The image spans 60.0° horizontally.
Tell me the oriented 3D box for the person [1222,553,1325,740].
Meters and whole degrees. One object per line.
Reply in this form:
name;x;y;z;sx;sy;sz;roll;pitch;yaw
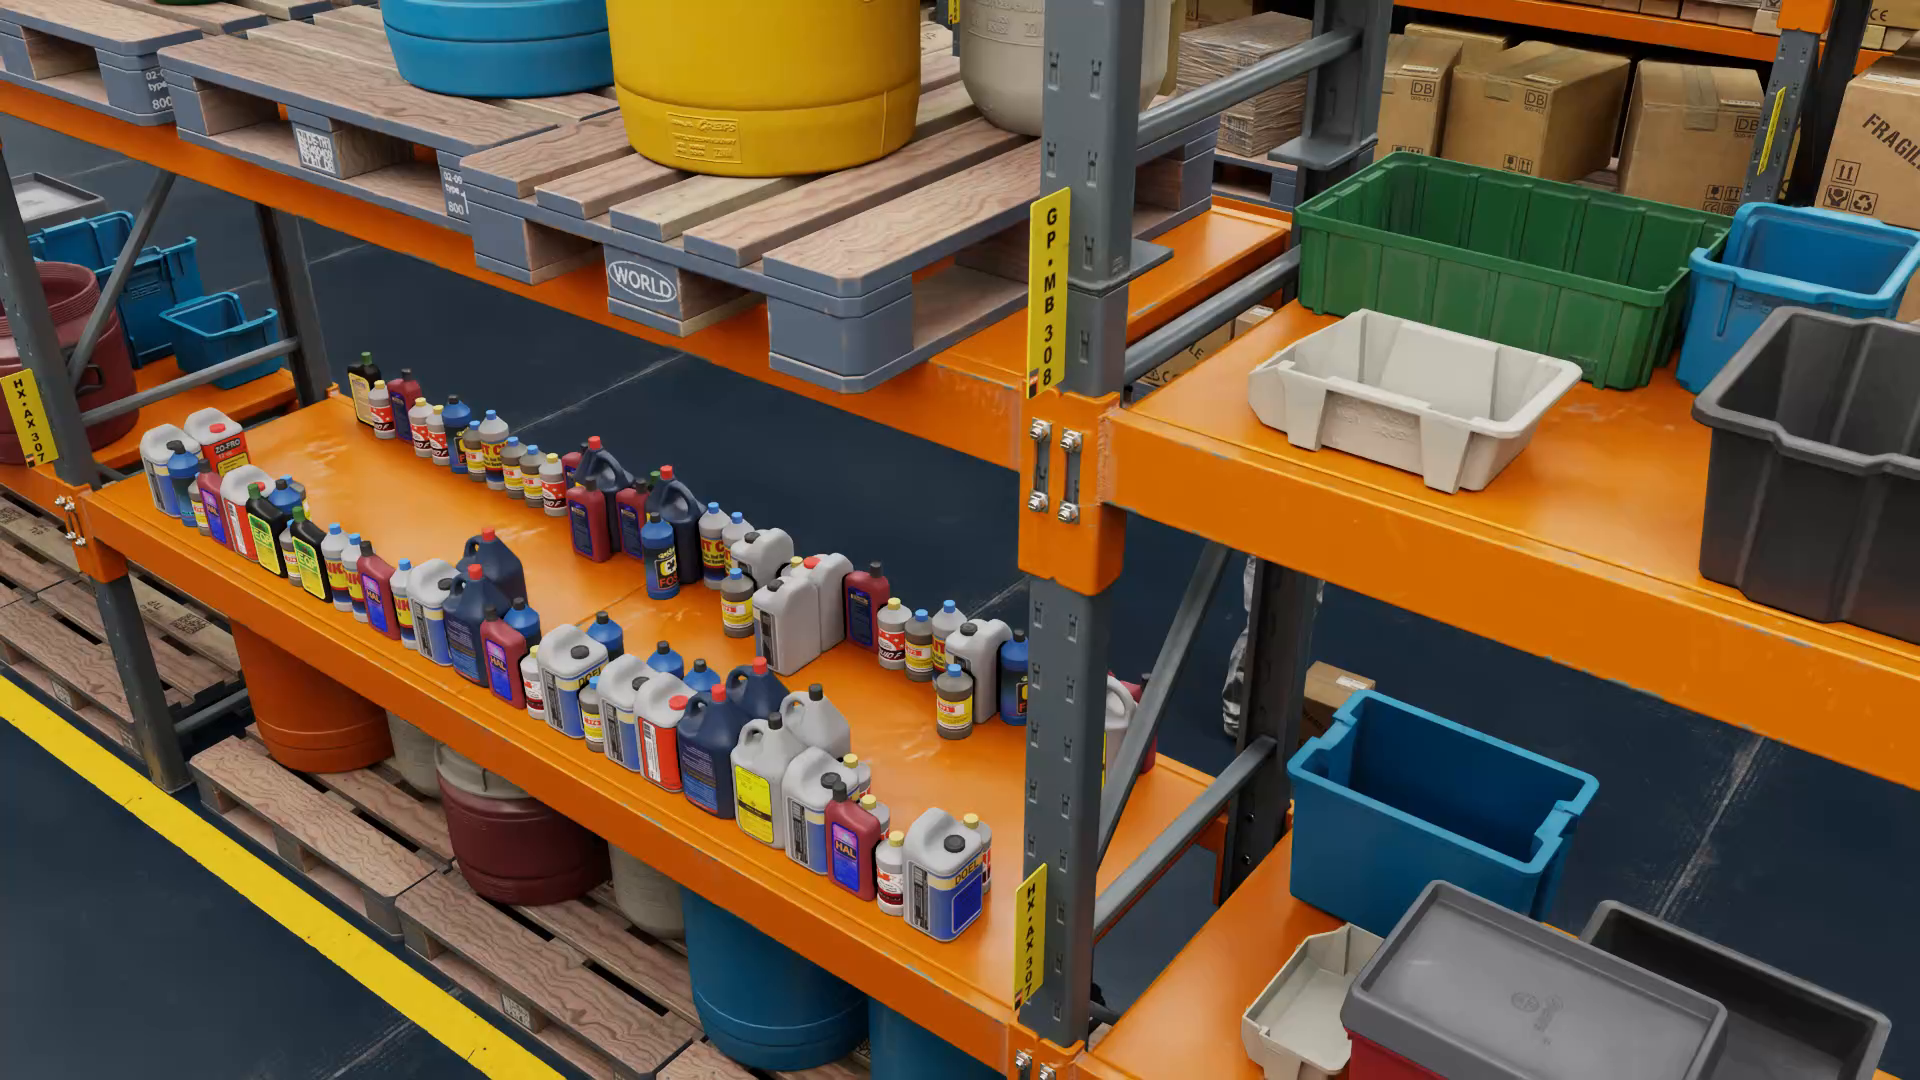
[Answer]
person;1.255;-0.053;6.210;0.451;1.774;0.631;20;36;30
